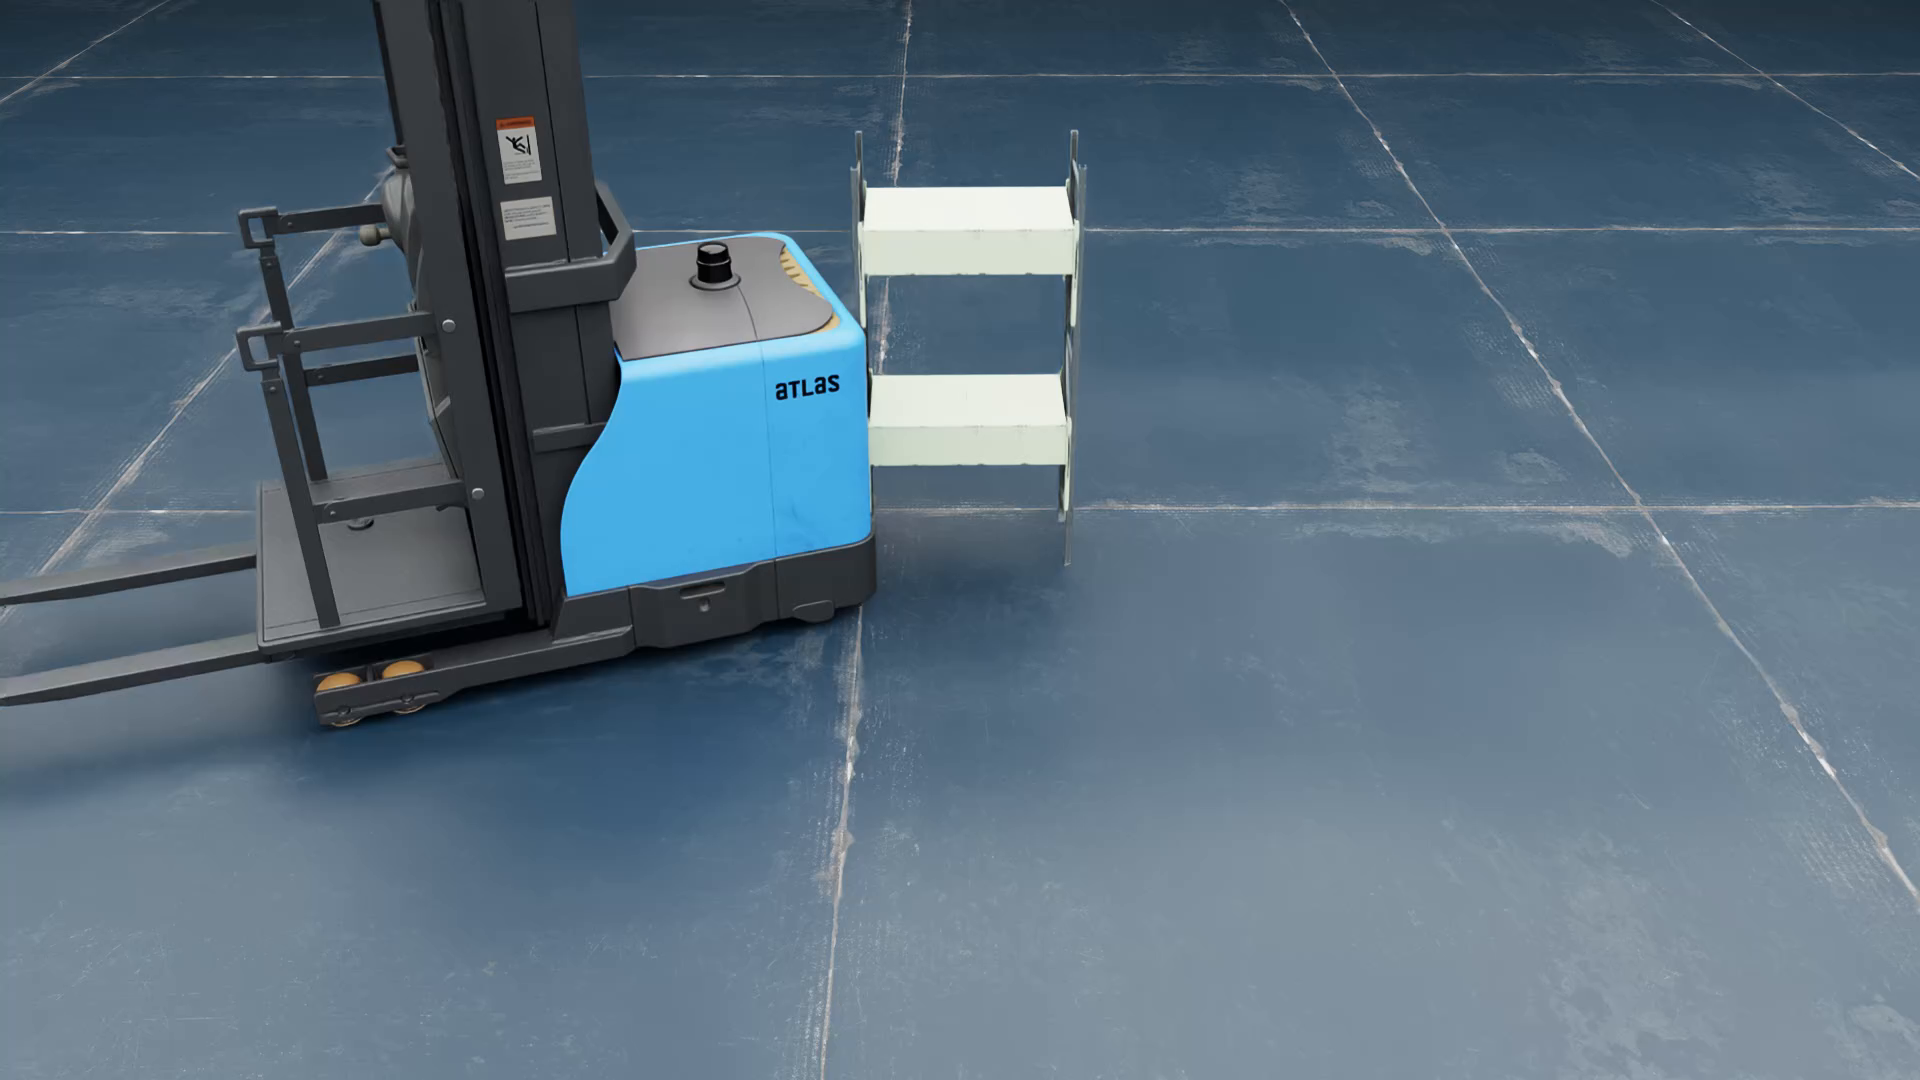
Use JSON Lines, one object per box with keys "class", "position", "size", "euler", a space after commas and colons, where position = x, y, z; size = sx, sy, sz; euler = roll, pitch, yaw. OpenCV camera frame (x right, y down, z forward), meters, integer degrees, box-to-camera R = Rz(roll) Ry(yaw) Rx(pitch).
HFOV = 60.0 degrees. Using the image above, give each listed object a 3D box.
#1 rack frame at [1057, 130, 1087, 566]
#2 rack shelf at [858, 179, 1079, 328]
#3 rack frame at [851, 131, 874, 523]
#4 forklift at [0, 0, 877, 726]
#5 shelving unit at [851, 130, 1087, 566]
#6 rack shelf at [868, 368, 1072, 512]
{"class": "rack frame", "position": [0.391, -0.649, 5.874], "size": [0.023, 1.500, 0.400], "euler": [0, 31, -1]}
{"class": "rack shelf", "position": [0.025, -0.980, 5.666], "size": [0.720, 0.370, 0.431], "euler": [0, 31, -1]}
{"class": "rack frame", "position": [-0.341, -0.643, 5.864], "size": [0.023, 1.500, 0.400], "euler": [0, 31, -1]}
{"class": "forklift", "position": [-1.863, -0.972, 5.027], "size": [3.031, 2.935, 1.130], "euler": [-11, 33, -17]}
{"class": "shelving unit", "position": [0.025, -0.646, 5.869], "size": [0.755, 1.500, 0.431], "euler": [0, 31, -1]}
{"class": "rack shelf", "position": [0.025, -0.367, 6.038], "size": [0.720, 0.370, 0.431], "euler": [0, 31, -1]}
